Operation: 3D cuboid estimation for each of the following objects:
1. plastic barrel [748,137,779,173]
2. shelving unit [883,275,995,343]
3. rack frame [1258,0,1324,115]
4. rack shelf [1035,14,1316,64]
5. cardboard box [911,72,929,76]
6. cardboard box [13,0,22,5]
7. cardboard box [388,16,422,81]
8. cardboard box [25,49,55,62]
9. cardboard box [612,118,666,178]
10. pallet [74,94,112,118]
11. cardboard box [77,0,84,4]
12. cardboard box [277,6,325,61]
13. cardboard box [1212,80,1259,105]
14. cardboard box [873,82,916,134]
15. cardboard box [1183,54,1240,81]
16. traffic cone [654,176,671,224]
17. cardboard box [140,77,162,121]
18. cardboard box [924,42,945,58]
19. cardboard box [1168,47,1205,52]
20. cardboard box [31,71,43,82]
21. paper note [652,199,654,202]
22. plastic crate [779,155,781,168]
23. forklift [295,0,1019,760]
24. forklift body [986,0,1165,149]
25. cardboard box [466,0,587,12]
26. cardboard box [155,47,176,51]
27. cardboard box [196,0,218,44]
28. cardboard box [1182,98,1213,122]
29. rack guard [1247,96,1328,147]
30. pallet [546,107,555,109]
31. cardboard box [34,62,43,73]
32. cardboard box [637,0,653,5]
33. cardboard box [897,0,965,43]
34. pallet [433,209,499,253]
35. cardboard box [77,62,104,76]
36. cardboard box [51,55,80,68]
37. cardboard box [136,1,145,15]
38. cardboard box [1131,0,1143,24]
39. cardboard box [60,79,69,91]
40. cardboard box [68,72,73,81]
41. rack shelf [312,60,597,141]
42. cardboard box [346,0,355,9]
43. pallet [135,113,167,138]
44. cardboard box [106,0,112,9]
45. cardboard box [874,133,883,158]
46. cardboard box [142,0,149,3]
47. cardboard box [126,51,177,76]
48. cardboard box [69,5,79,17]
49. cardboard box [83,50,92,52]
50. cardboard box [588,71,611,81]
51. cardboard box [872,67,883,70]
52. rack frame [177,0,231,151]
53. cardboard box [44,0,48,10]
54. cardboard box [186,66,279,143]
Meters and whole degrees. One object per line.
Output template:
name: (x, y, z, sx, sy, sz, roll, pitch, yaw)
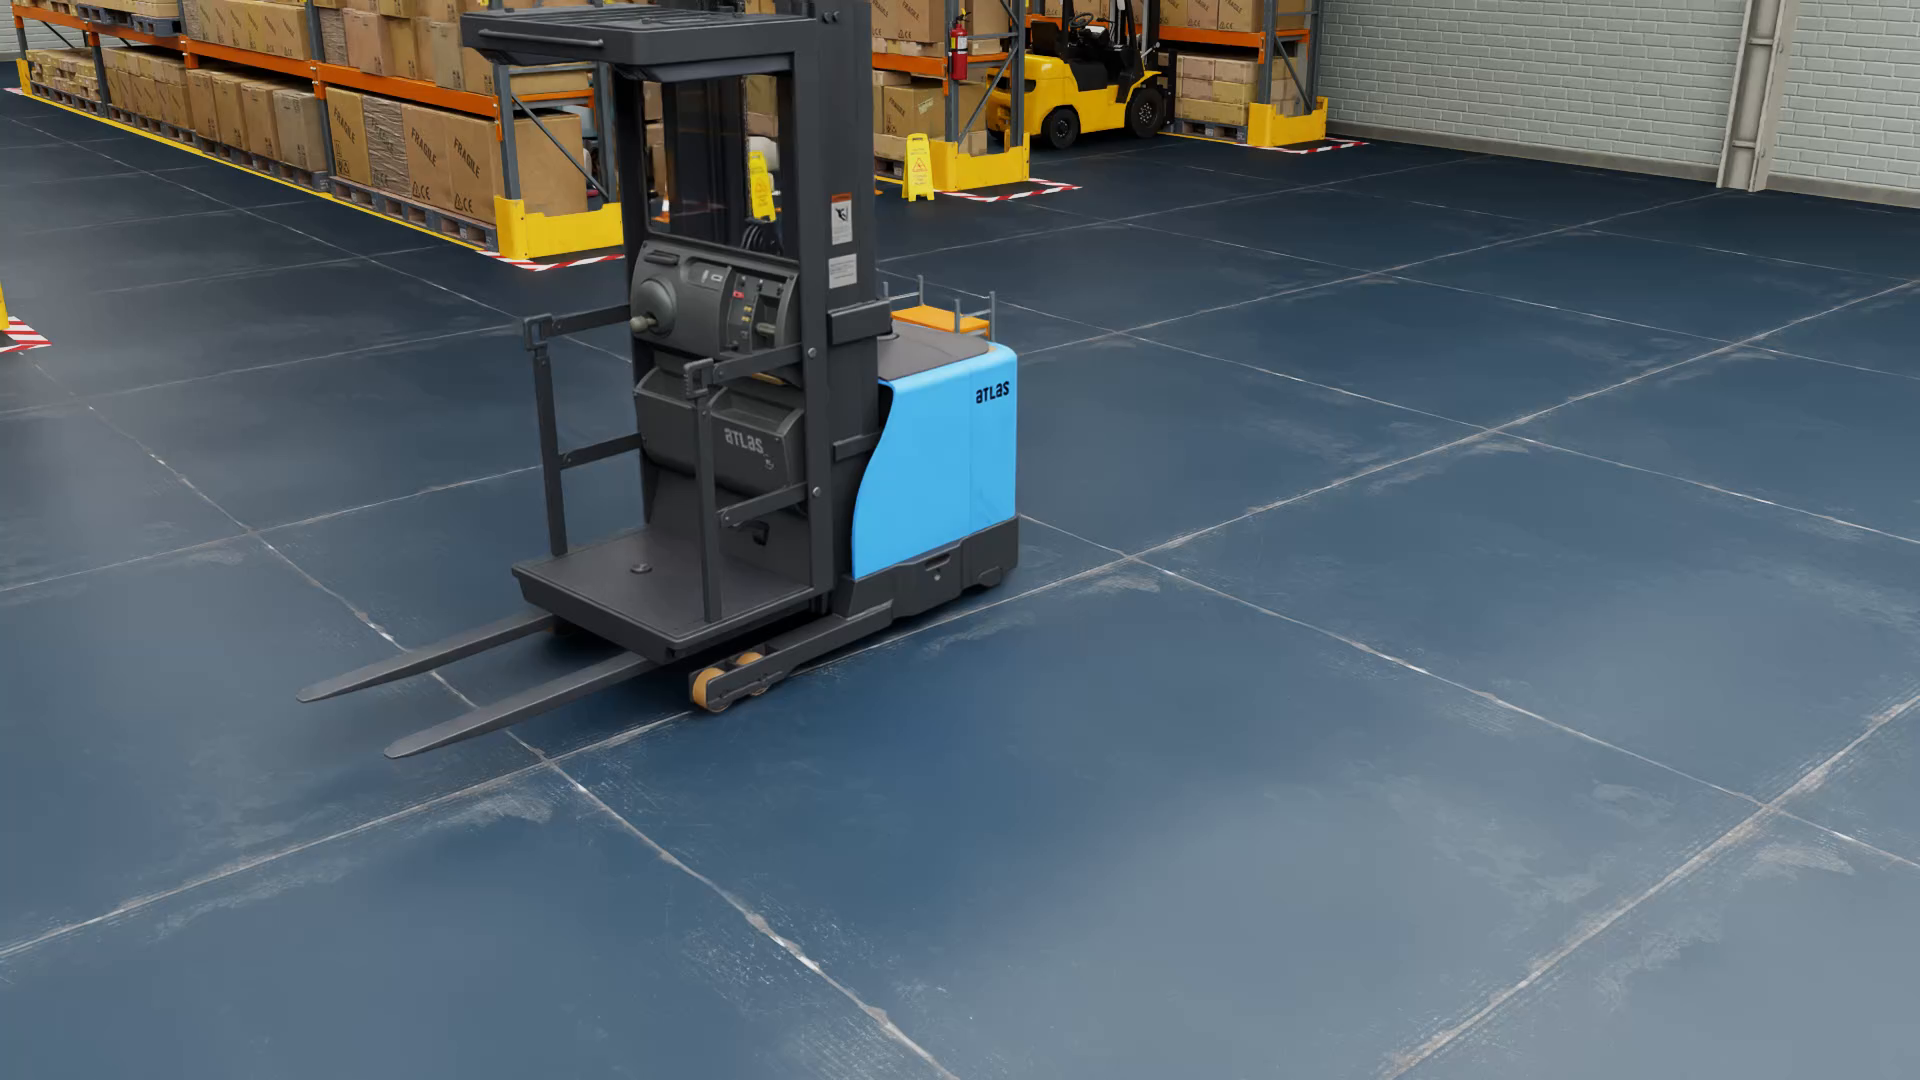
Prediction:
plastic barrel: (-2.234, -4.157, 18.016, 0.512, 0.421, 0.421, 0, 21, -1)
shelving unit: (-0.102, -0.608, 7.891, 0.258, 1.200, 0.503, -19, 28, -40)
rack frame: (4.019, -6.329, 20.029, 1.000, 3.000, 0.127, -17, 27, -37)
rack shelf: (2.714, -6.546, 21.571, 1.077, 0.370, 4.000, -17, 27, -37)
cardboard box: (-0.373, -7.275, 25.124, 0.875, 0.625, 0.625, -16, 27, -36)
cardboard box: (-13.903, -8.076, 24.834, 0.380, 0.149, 0.250, -18, 28, -38)
cardboard box: (-4.722, -4.569, 15.331, 0.875, 0.550, 0.500, -17, 27, -37)
cardboard box: (-13.782, -7.280, 24.975, 0.380, 0.149, 0.250, -19, 28, -40)
cardboard box: (-3.420, -4.186, 17.795, 0.797, 0.637, 0.503, -17, 27, -37)
pallet: (-11.721, -6.134, 23.355, 1.003, 0.211, 1.213, -17, 27, -37)
cardboard box: (-11.347, -7.115, 21.806, 0.380, 0.149, 0.250, -19, 28, -40)
cardboard box: (-6.577, -5.172, 16.939, 0.500, 0.500, 0.500, -18, 27, -38)
cardboard box: (3.465, -5.537, 20.516, 0.500, 0.250, 0.500, -18, 28, -38)
cardboard box: (-0.802, -4.713, 18.071, 0.500, 0.500, 0.500, -16, 27, -36)
cardboard box: (3.145, -5.902, 20.764, 0.500, 0.250, 0.500, -17, 27, -36)
traffic cone: (-2.693, -3.243, 15.630, 0.336, 0.463, 0.334, -17, 27, -37)
cardboard box: (-9.966, -5.588, 20.989, 0.500, 0.500, 0.500, -19, 28, -40)
cardboard box: (-0.145, -5.081, 17.189, 0.380, 0.149, 0.250, -16, 27, -36)
cardboard box: (2.873, -6.308, 21.801, 0.500, 0.250, 0.500, -18, 28, -38)
cardboard box: (-13.767, -7.007, 25.095, 0.380, 0.149, 0.250, -17, 27, -36)
paper note: (-3.133, -3.382, 16.580, 0.144, 0.017, 0.142, -8, 23, -19)
plastic crate: (-1.946, -4.263, 18.758, 0.583, 0.080, 0.402, 12, 24, 27)
forklift: (-1.107, -0.920, 6.313, 1.130, 2.935, 3.031, 19, 28, 39)
forklift body: (1.400, -6.023, 20.413, 2.313, 2.155, 1.214, -17, 27, -37)
cardboard box: (-3.635, -4.624, 13.991, 0.875, 0.550, 0.550, -17, 27, -37)
cardboard box: (-10.252, -6.345, 21.895, 0.500, 0.250, 0.500, -16, 26, -35)
cardboard box: (-8.222, -5.868, 18.717, 0.500, 0.500, 0.500, -18, 28, -38)
cardboard box: (3.156, -5.438, 20.950, 0.500, 0.250, 0.500, -17, 27, -37)
rack guard: (4.035, -5.158, 20.468, 1.175, 0.500, 0.348, -17, 27, -37)
pallet: (-5.418, -6.294, 23.763, 1.003, 0.211, 1.213, -17, 27, -37)
cardboard box: (-13.583, -7.072, 24.852, 0.380, 0.149, 0.250, -18, 27, -38)
cardboard box: (-3.871, -6.843, 21.110, 0.380, 0.149, 0.250, -16, 27, -36)
cardboard box: (-0.301, -5.415, 17.153, 0.500, 0.500, 0.500, -18, 28, -38)
pallet: (-4.004, -2.844, 14.955, 1.003, 0.211, 1.213, -17, 27, -37)
cardboard box: (-12.050, -6.565, 23.150, 0.380, 0.149, 0.250, -18, 28, -38)
cardboard box: (-12.908, -6.921, 24.059, 0.380, 0.149, 0.250, -17, 27, -37)
cardboard box: (-9.644, -6.395, 19.968, 0.380, 0.149, 0.250, -17, 27, -37)
cardboard box: (2.496, -6.872, 21.279, 0.500, 0.500, 0.500, -17, 27, -37)
cardboard box: (-12.747, -6.583, 24.012, 0.380, 0.149, 0.250, -17, 27, -37)
cardboard box: (-12.506, -6.652, 23.780, 0.380, 0.149, 0.250, -19, 28, -40)
rack shelf: (-4.728, -4.157, 15.472, 1.077, 0.370, 4.000, -17, 27, -37)
cardboard box: (-5.372, -5.383, 15.929, 0.875, 0.550, 0.550, -17, 27, -37)
pallet: (-9.946, -5.405, 21.494, 1.003, 0.211, 1.213, -17, 27, -37)
cardboard box: (-10.490, -6.756, 20.889, 0.380, 0.149, 0.250, -18, 28, -38)
cardboard box: (-0.802, -4.366, 18.211, 0.500, 0.250, 0.500, -17, 27, -37)
cardboard box: (-9.487, -6.469, 19.747, 0.380, 0.149, 0.250, -16, 27, -35)
cardboard box: (-10.294, -6.080, 21.219, 0.500, 0.250, 0.500, -16, 27, -35)
cardboard box: (-11.870, -7.207, 22.615, 0.380, 0.149, 0.250, -18, 28, -39)
cardboard box: (-12.943, -7.295, 25.014, 0.380, 0.149, 0.250, -18, 28, -39)
cardboard box: (-4.599, -6.170, 22.651, 0.950, 0.372, 0.625, -20, 29, -41)
cardboard box: (-0.911, -5.027, 17.984, 0.380, 0.149, 0.250, -17, 27, -37)
rack frame: (-8.645, -6.150, 19.573, 1.000, 3.000, 0.127, -17, 27, -37)
cardboard box: (-12.847, -7.657, 23.765, 0.380, 0.149, 0.250, -16, 27, -36)
cardboard box: (-8.315, -5.108, 19.422, 1.050, 0.750, 0.750, -18, 28, -38)
